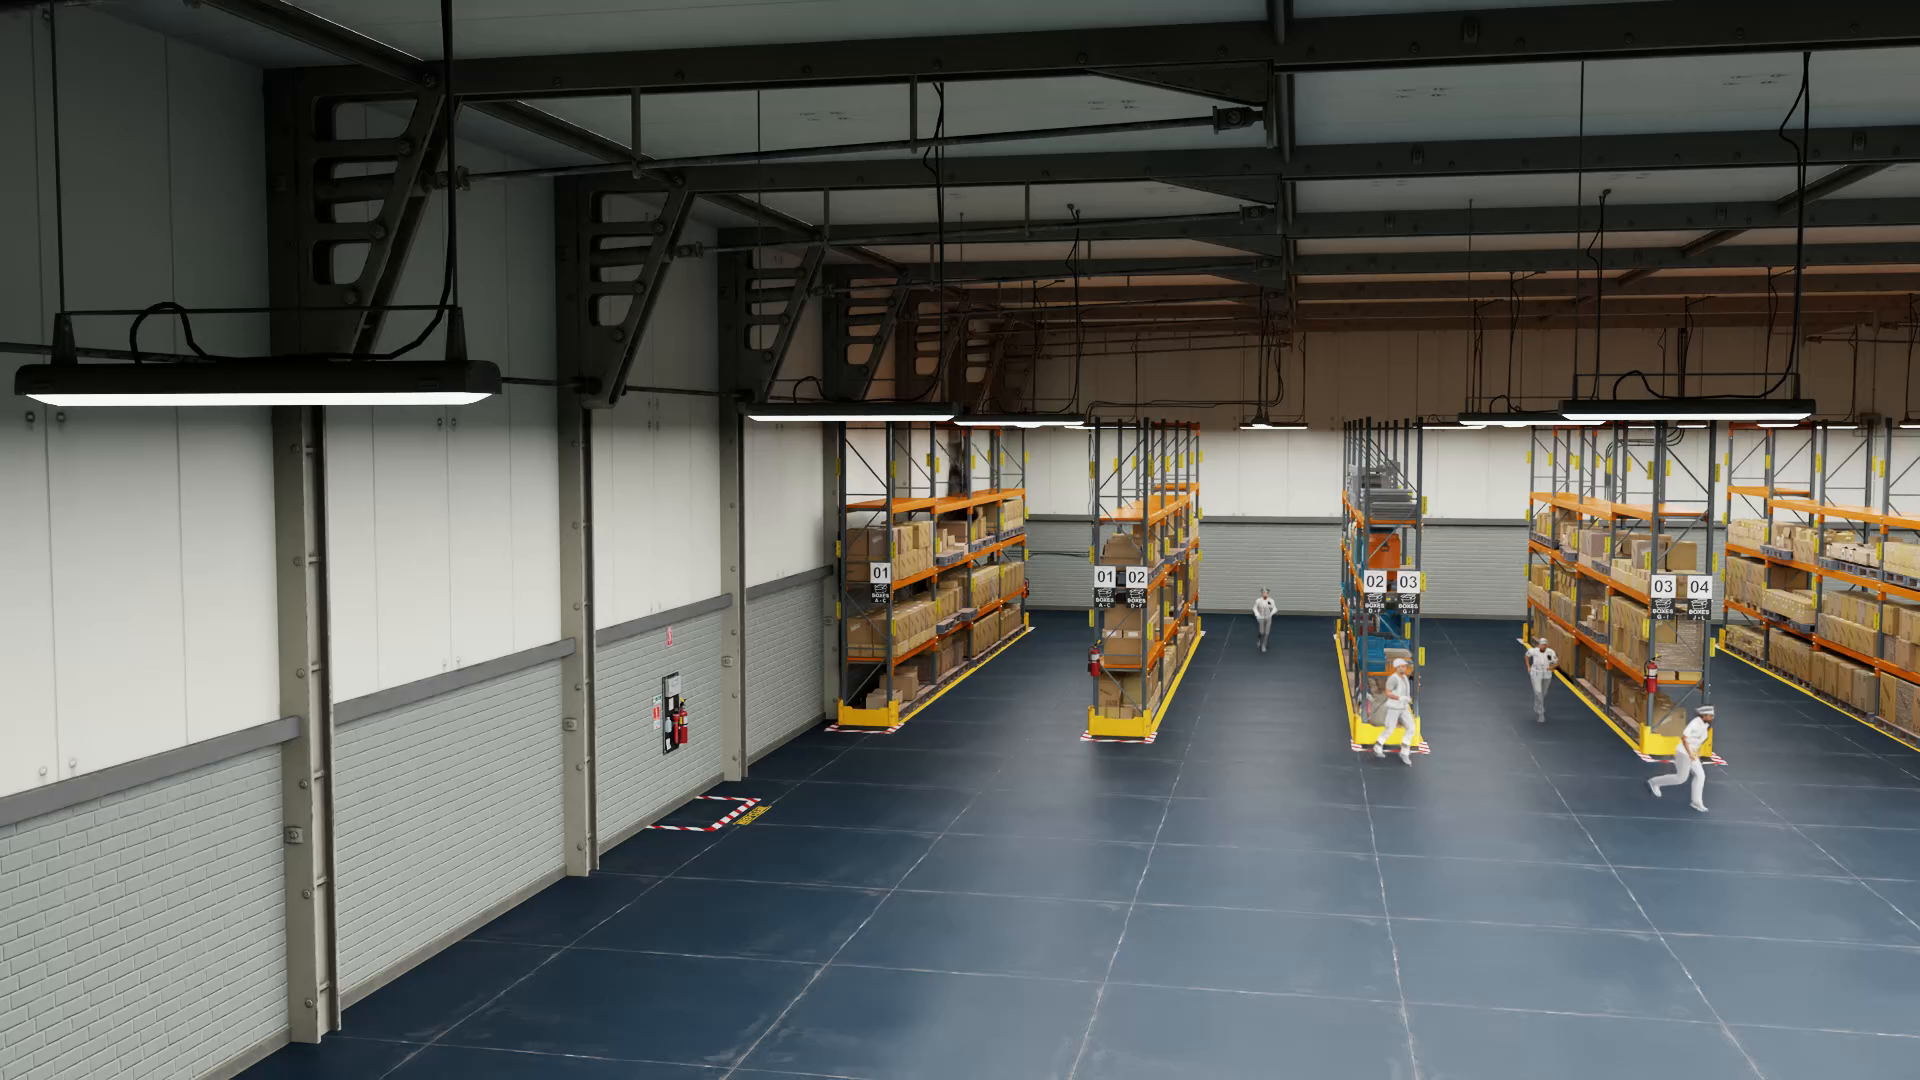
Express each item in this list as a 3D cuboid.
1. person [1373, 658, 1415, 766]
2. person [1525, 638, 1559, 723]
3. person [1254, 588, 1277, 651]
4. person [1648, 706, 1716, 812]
[{"bbox_3d":[7.573,2.952,28.846,0.680,1.809,0.767,-3,5,-35],"label":"person"},{"bbox_3d":[11.599,2.739,33.202,0.607,1.627,1.038,0,4,6],"label":"person"},{"bbox_3d":[7.988,2.079,43.497,0.604,1.664,0.567,0,4,7],"label":"person"},{"bbox_3d":[11.021,3.300,25.385,0.930,1.630,0.588,3,4,34],"label":"person"}]
